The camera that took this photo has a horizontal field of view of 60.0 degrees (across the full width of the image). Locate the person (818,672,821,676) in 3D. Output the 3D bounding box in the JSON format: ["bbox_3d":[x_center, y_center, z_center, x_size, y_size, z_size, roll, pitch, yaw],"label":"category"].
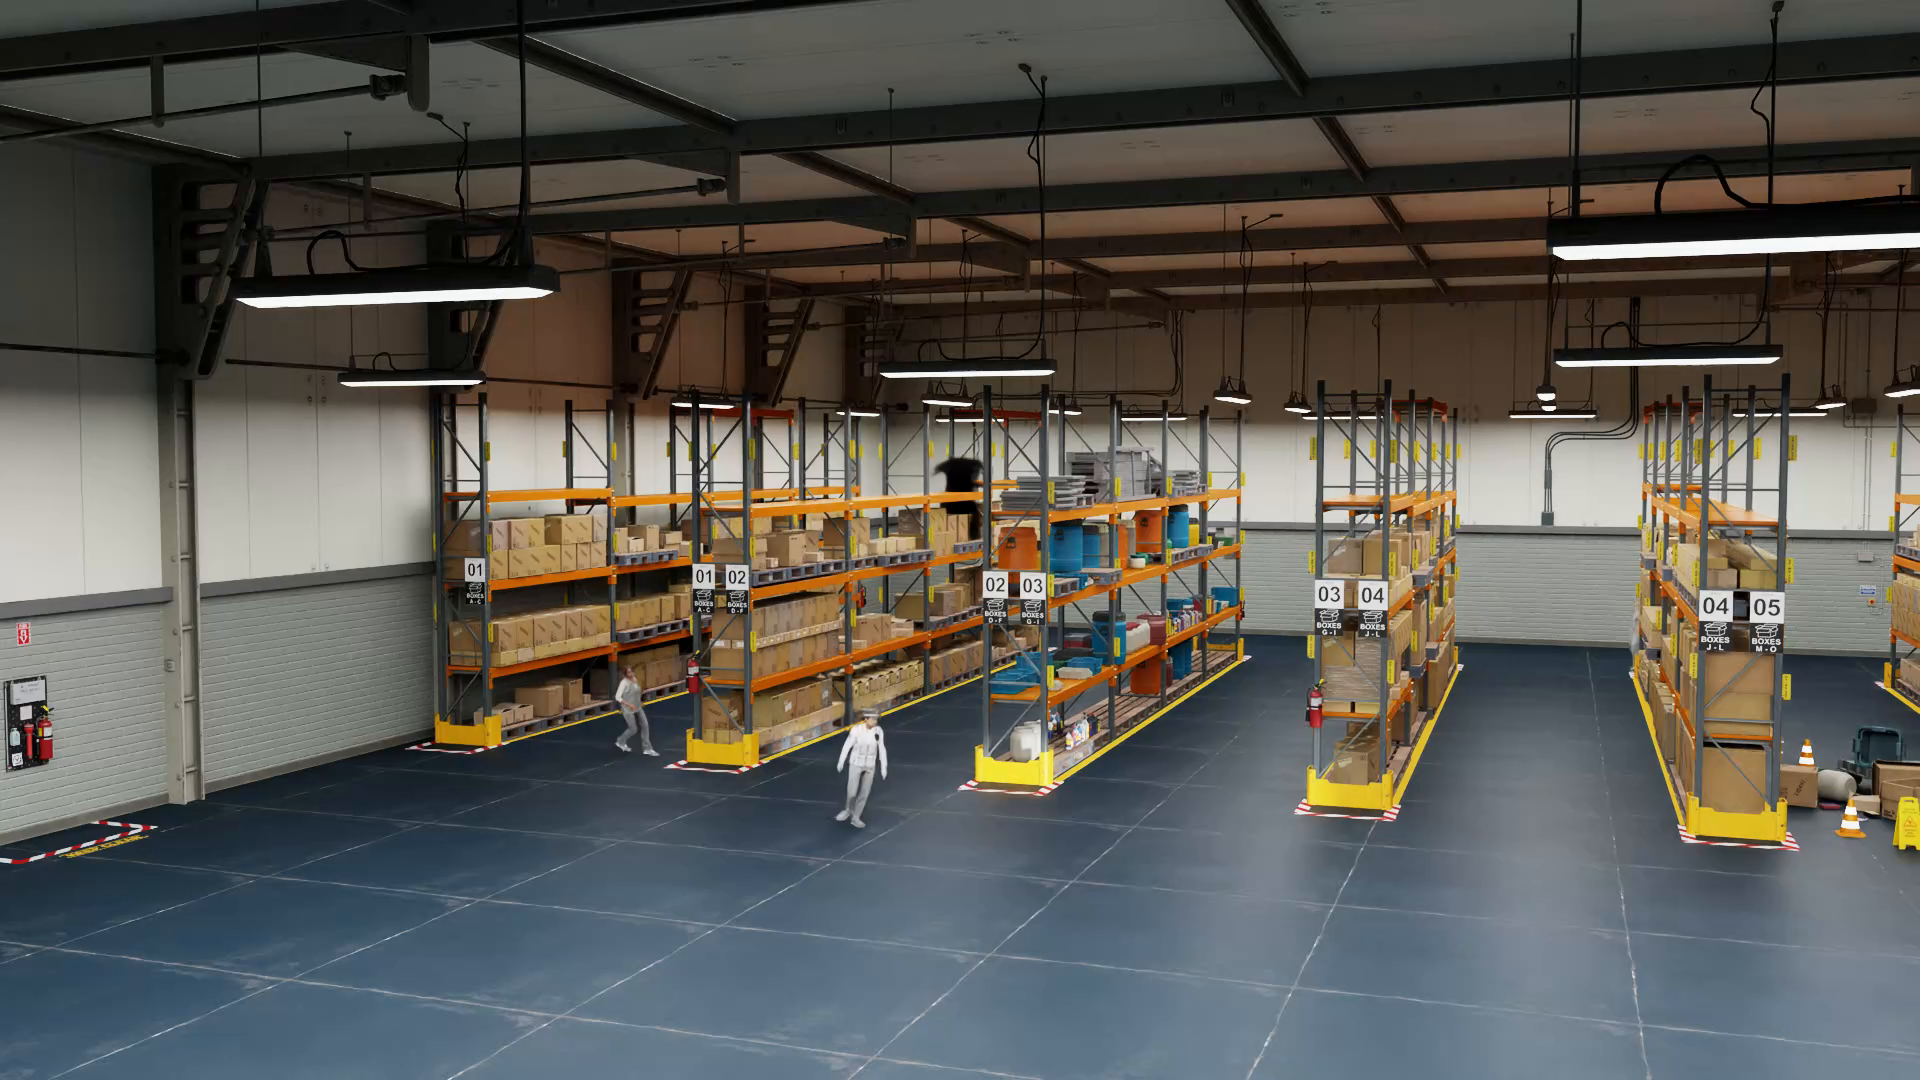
[{"bbox_3d":[-3.058,2.294,34.972,0.688,1.716,0.671,0,3,9],"label":"person"}]

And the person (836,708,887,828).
[{"bbox_3d":[-1.301,3.019,22.112,0.632,1.626,0.549,-1,3,-19],"label":"person"}]

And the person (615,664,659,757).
[{"bbox_3d":[-5.405,2.787,27.159,0.757,1.551,0.650,2,3,29],"label":"person"}]

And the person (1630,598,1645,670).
[{"bbox_3d":[15.735,2.151,38.201,0.772,1.683,0.565,-1,3,-18],"label":"person"}]
